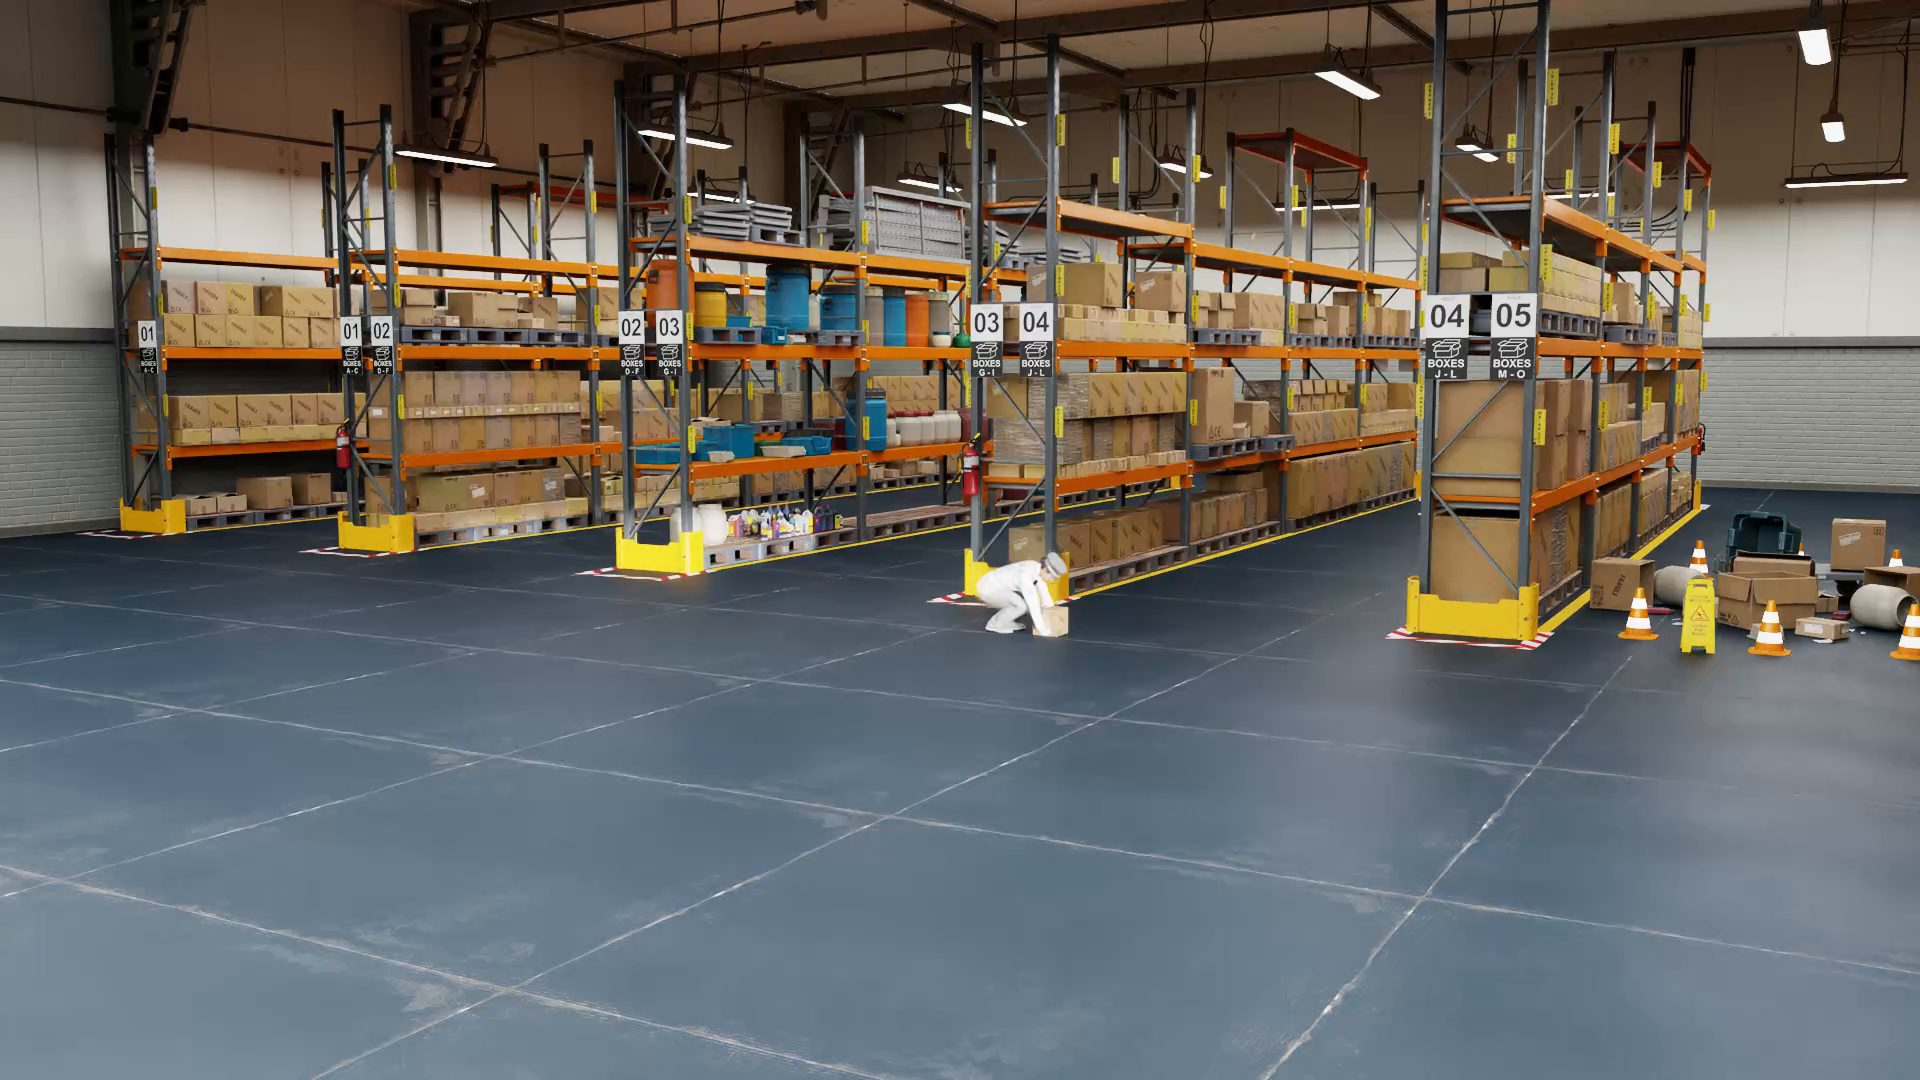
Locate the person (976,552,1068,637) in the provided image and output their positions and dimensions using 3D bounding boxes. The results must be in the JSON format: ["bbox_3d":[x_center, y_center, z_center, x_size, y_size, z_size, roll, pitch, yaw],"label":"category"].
[{"bbox_3d":[0.596,0.532,15.915,0.886,0.852,0.473,3,7,28],"label":"person"}]
